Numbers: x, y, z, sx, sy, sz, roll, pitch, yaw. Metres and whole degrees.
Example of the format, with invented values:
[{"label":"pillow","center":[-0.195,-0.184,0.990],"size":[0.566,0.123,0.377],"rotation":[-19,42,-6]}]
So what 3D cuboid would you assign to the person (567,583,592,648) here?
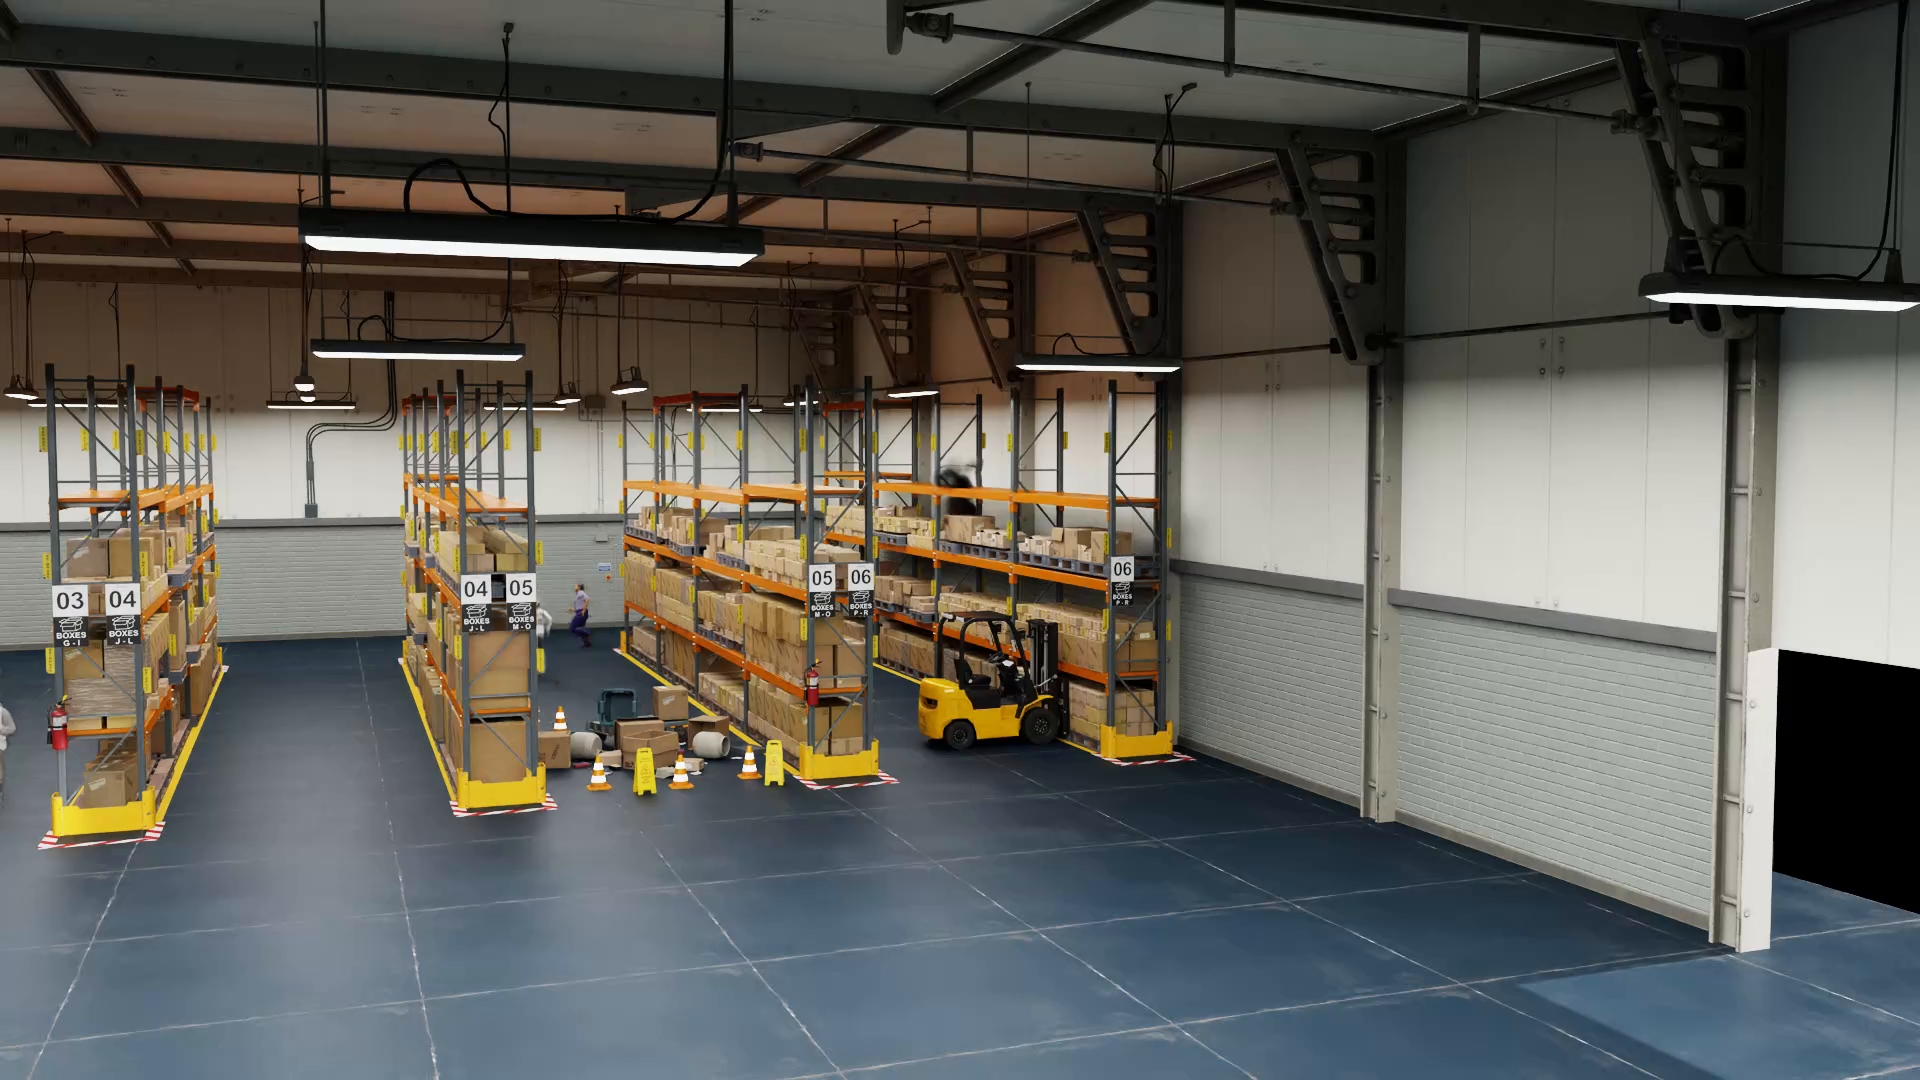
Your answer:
[{"label":"person","center":[-9.282,1.838,40.542],"size":[0.604,1.599,0.631],"rotation":[-1,3,-12]}]

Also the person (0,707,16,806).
[{"label":"person","center":[-12.923,2.800,22.115],"size":[0.657,1.755,0.948],"rotation":[-2,4,-29]}]

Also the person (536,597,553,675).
[{"label":"person","center":[-9.112,2.084,35.745],"size":[0.605,1.748,0.730],"rotation":[-2,4,-35]}]
